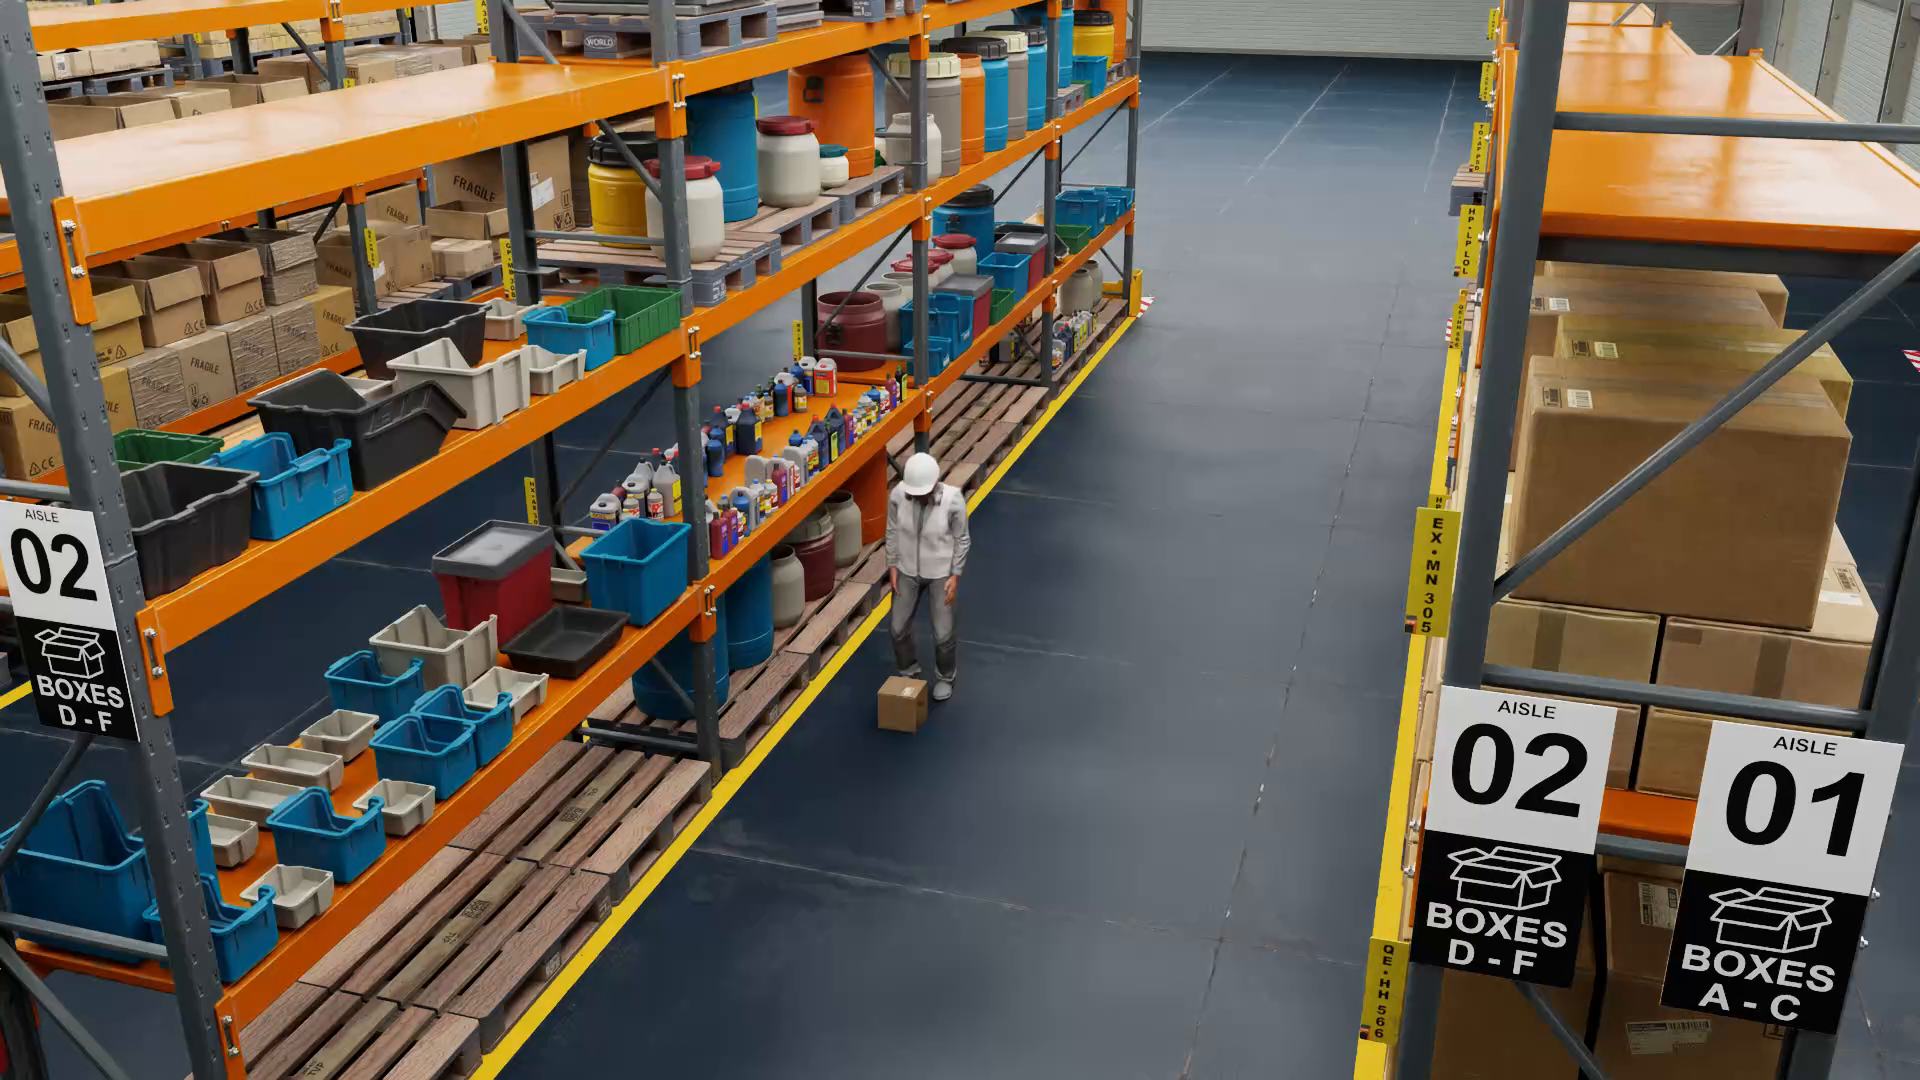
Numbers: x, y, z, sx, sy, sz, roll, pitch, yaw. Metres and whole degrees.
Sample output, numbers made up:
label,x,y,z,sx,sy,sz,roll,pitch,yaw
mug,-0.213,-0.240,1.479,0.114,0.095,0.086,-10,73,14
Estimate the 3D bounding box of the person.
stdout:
label,x,y,z,sx,sy,sz,roll,pitch,yaw
person,-0.205,0.211,10.643,0.567,1.695,0.516,7,23,17
